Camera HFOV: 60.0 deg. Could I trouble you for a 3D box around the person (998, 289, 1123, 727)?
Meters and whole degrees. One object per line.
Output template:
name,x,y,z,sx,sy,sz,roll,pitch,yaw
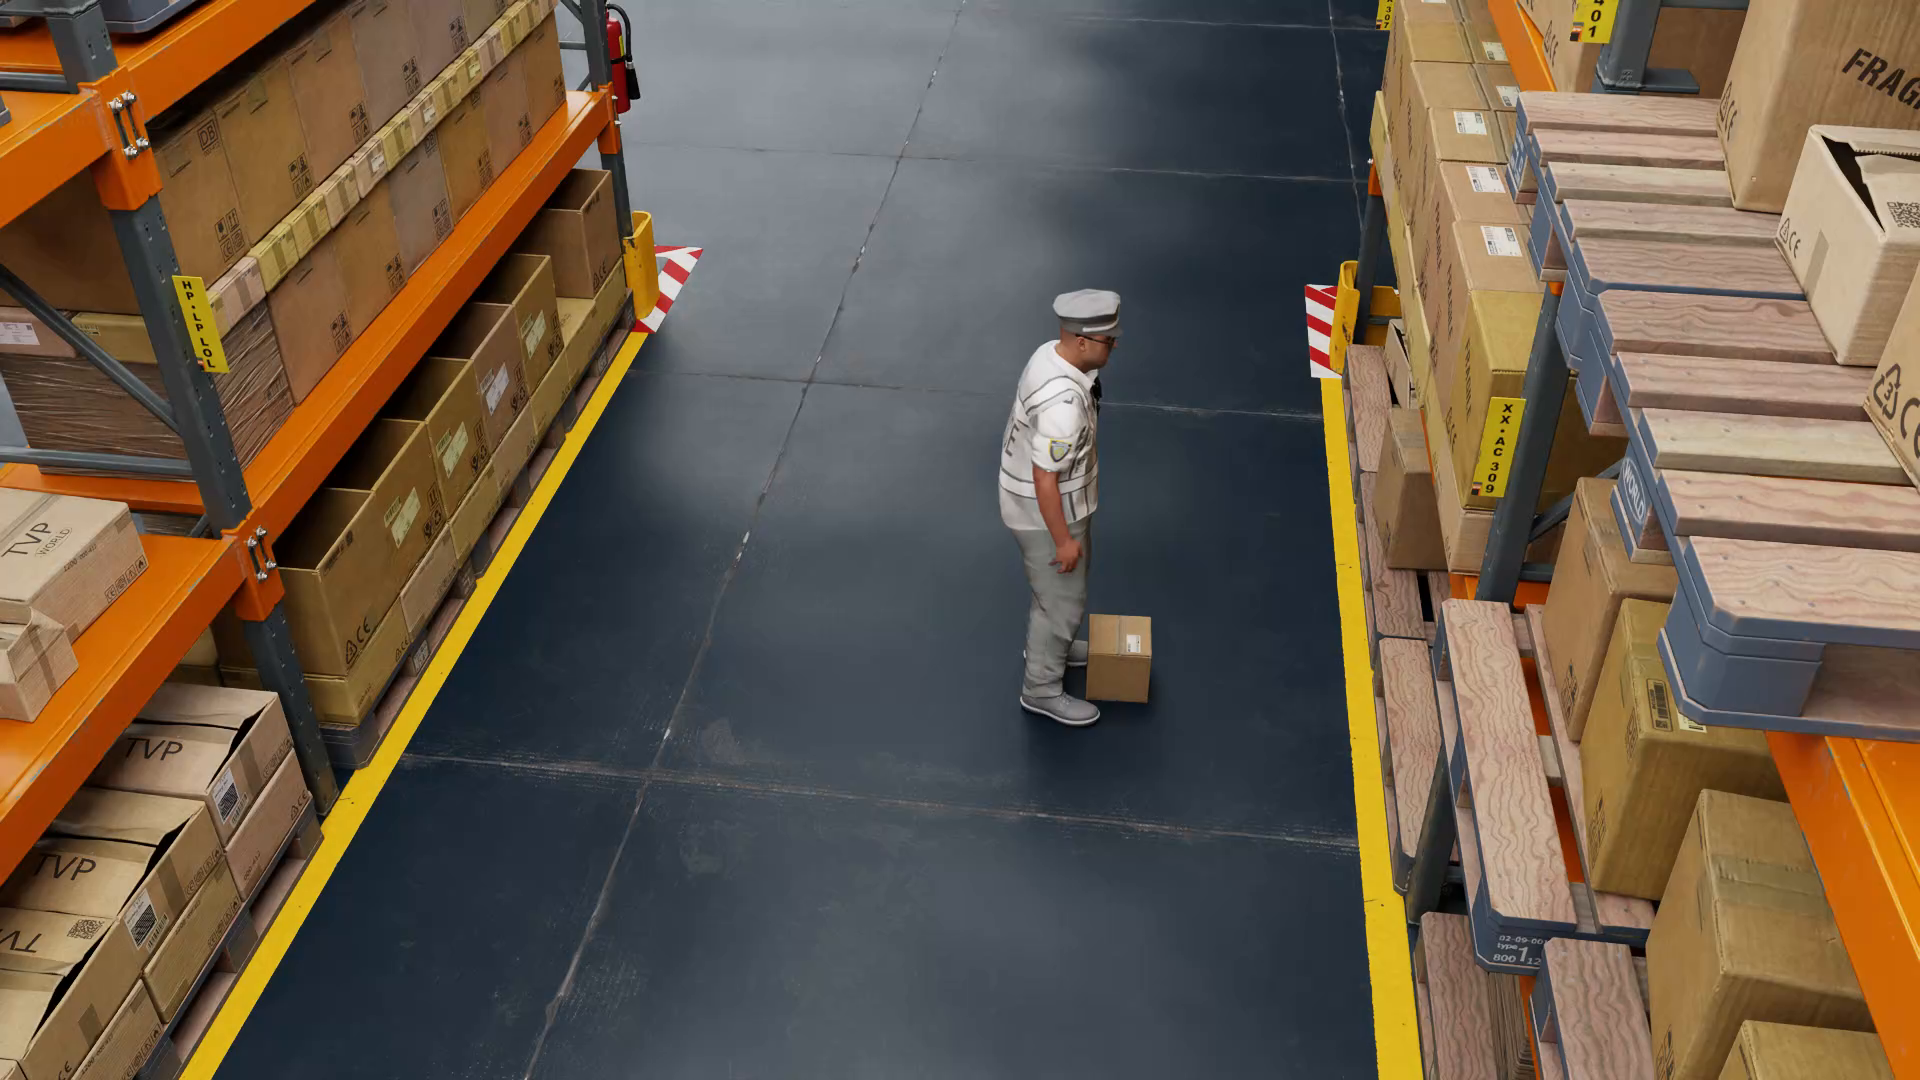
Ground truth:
person,0.365,-0.137,6.330,0.432,1.747,0.585,3,36,4
